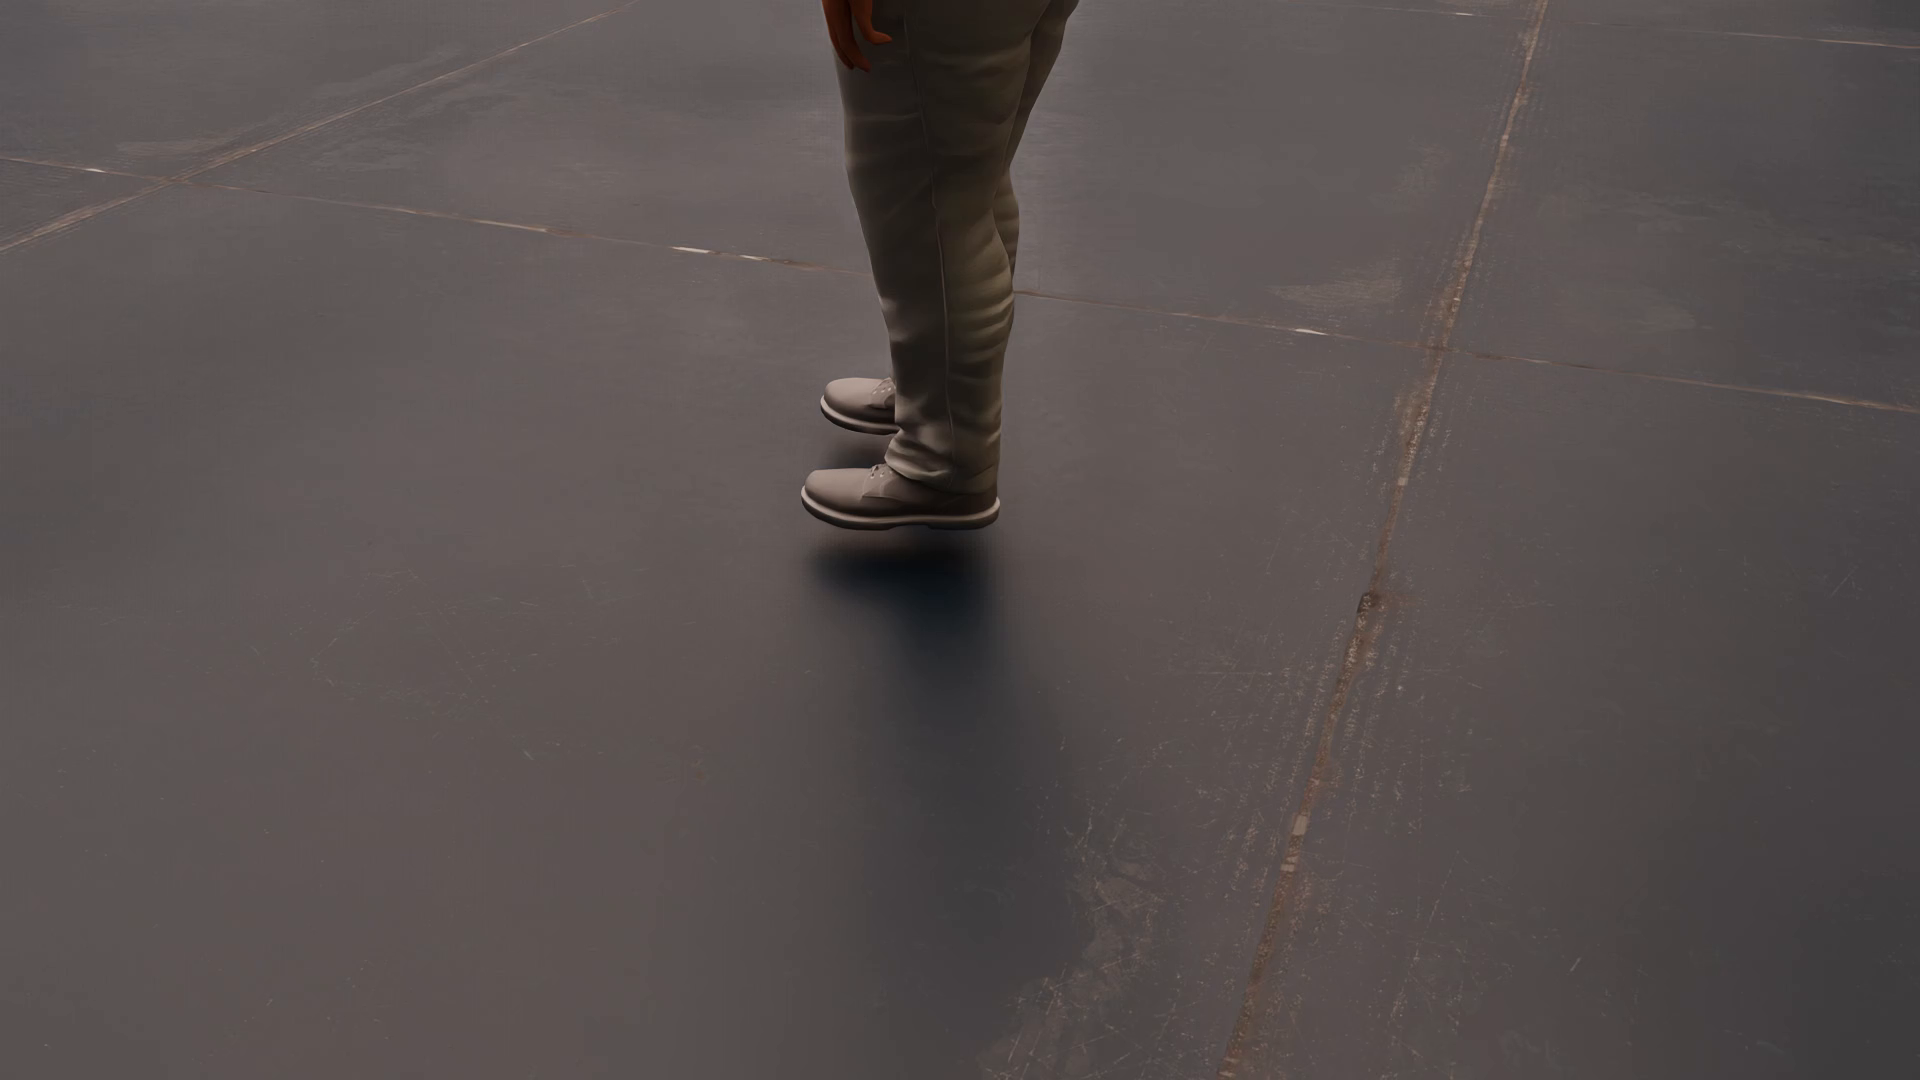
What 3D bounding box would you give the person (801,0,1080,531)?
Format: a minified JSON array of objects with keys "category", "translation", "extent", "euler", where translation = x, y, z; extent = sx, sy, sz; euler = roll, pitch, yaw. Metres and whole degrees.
[{"category":"person","translation":[-0.064,-0.791,2.107],"extent":[0.528,1.669,0.598],"euler":[10,31,18]}]
